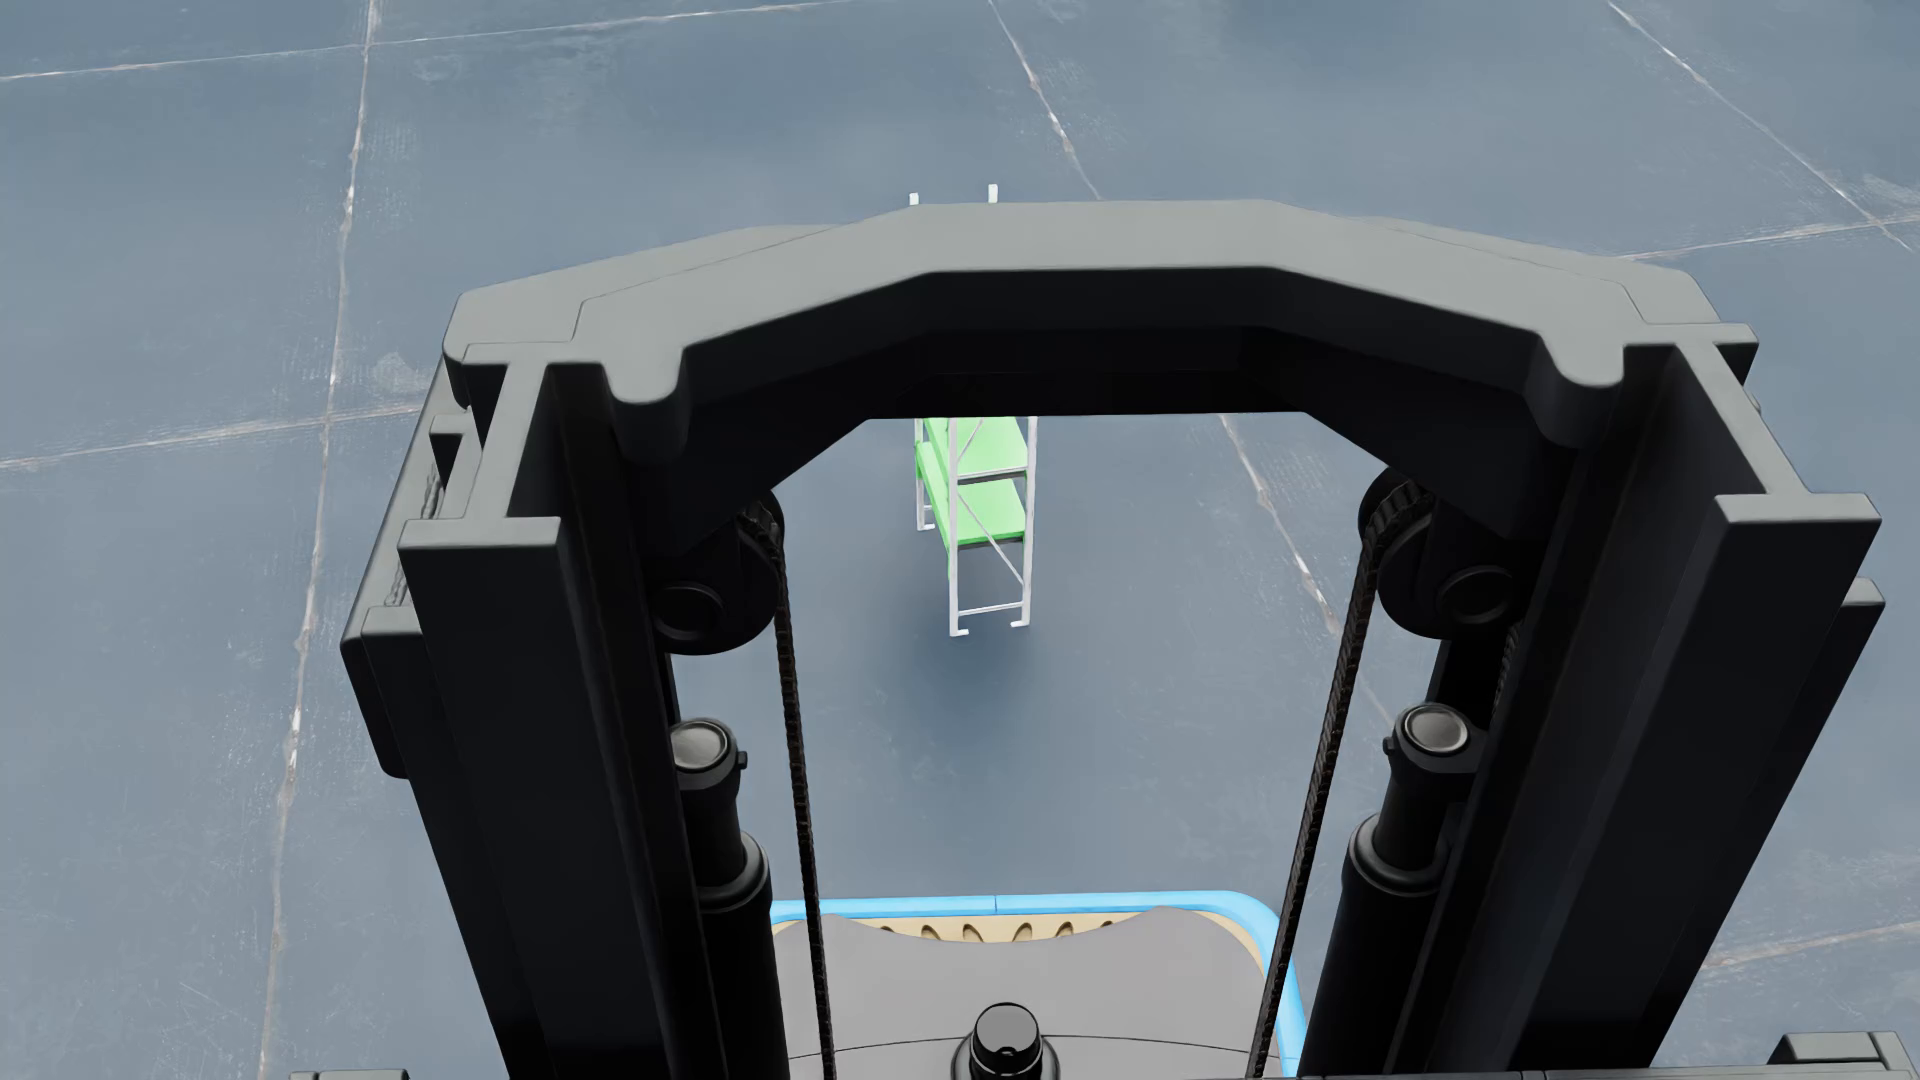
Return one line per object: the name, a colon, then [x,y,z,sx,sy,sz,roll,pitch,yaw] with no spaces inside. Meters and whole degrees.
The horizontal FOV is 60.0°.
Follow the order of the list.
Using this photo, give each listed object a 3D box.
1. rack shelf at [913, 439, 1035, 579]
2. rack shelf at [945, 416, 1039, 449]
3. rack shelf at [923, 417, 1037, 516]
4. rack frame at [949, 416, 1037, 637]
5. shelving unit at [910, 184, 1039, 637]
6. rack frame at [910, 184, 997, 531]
rack shelf: [0.036,-0.114,4.933,0.258,0.148,0.480,-8,42,-9]
rack shelf: [0.036,-0.473,4.614,0.258,0.148,0.480,-8,42,-9]
rack shelf: [0.036,-0.294,4.773,0.258,0.148,0.480,-8,42,-9]
rack frame: [0.088,-0.183,4.553,0.240,1.200,0.015,-8,42,-9]
shelving unit: [0.036,-0.341,4.731,0.258,1.200,0.503,-8,42,-9]
rack frame: [-0.017,-0.500,4.909,0.240,1.200,0.015,-8,42,-9]
